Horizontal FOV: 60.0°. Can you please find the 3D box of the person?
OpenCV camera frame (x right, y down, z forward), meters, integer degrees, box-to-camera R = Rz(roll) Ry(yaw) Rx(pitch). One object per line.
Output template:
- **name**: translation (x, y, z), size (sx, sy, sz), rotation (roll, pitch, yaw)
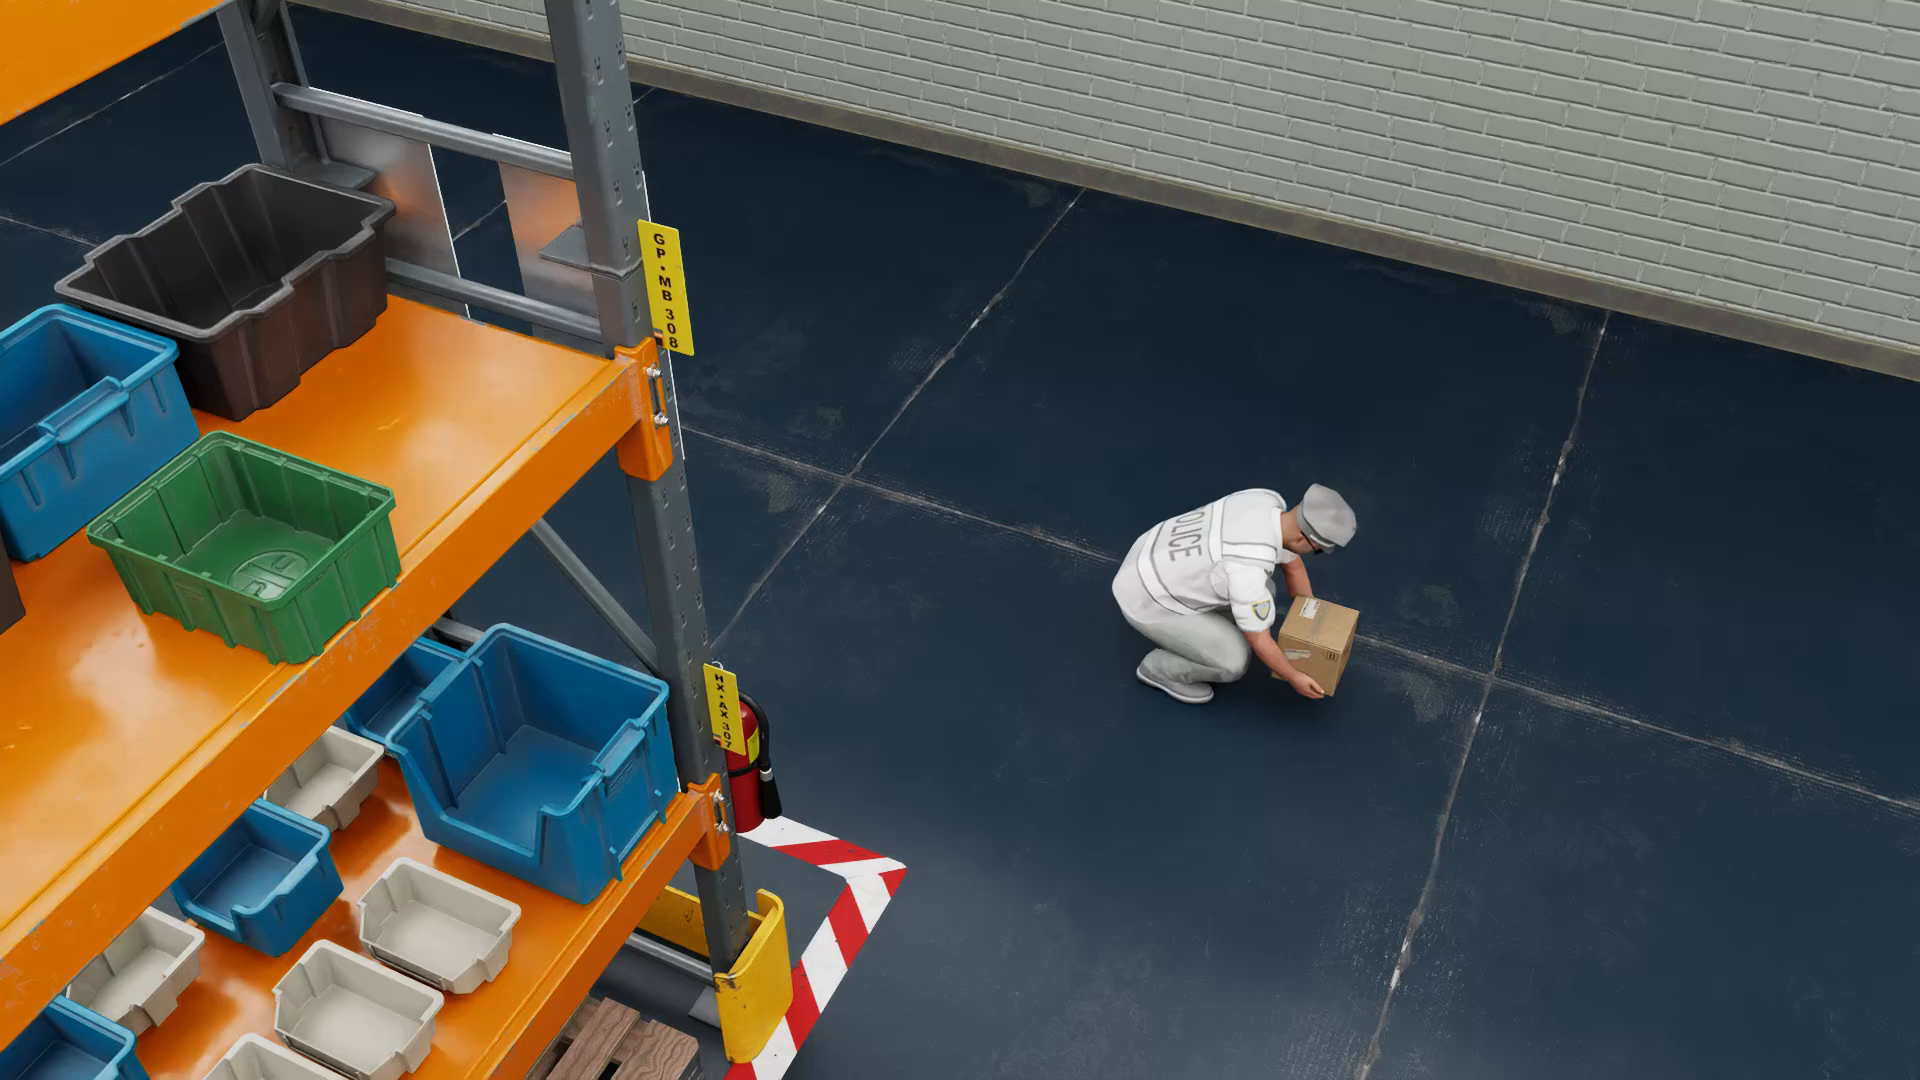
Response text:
- **person**: translation (1.069, 0.174, 6.527), size (0.906, 1.009, 0.558), rotation (17, 45, 19)
